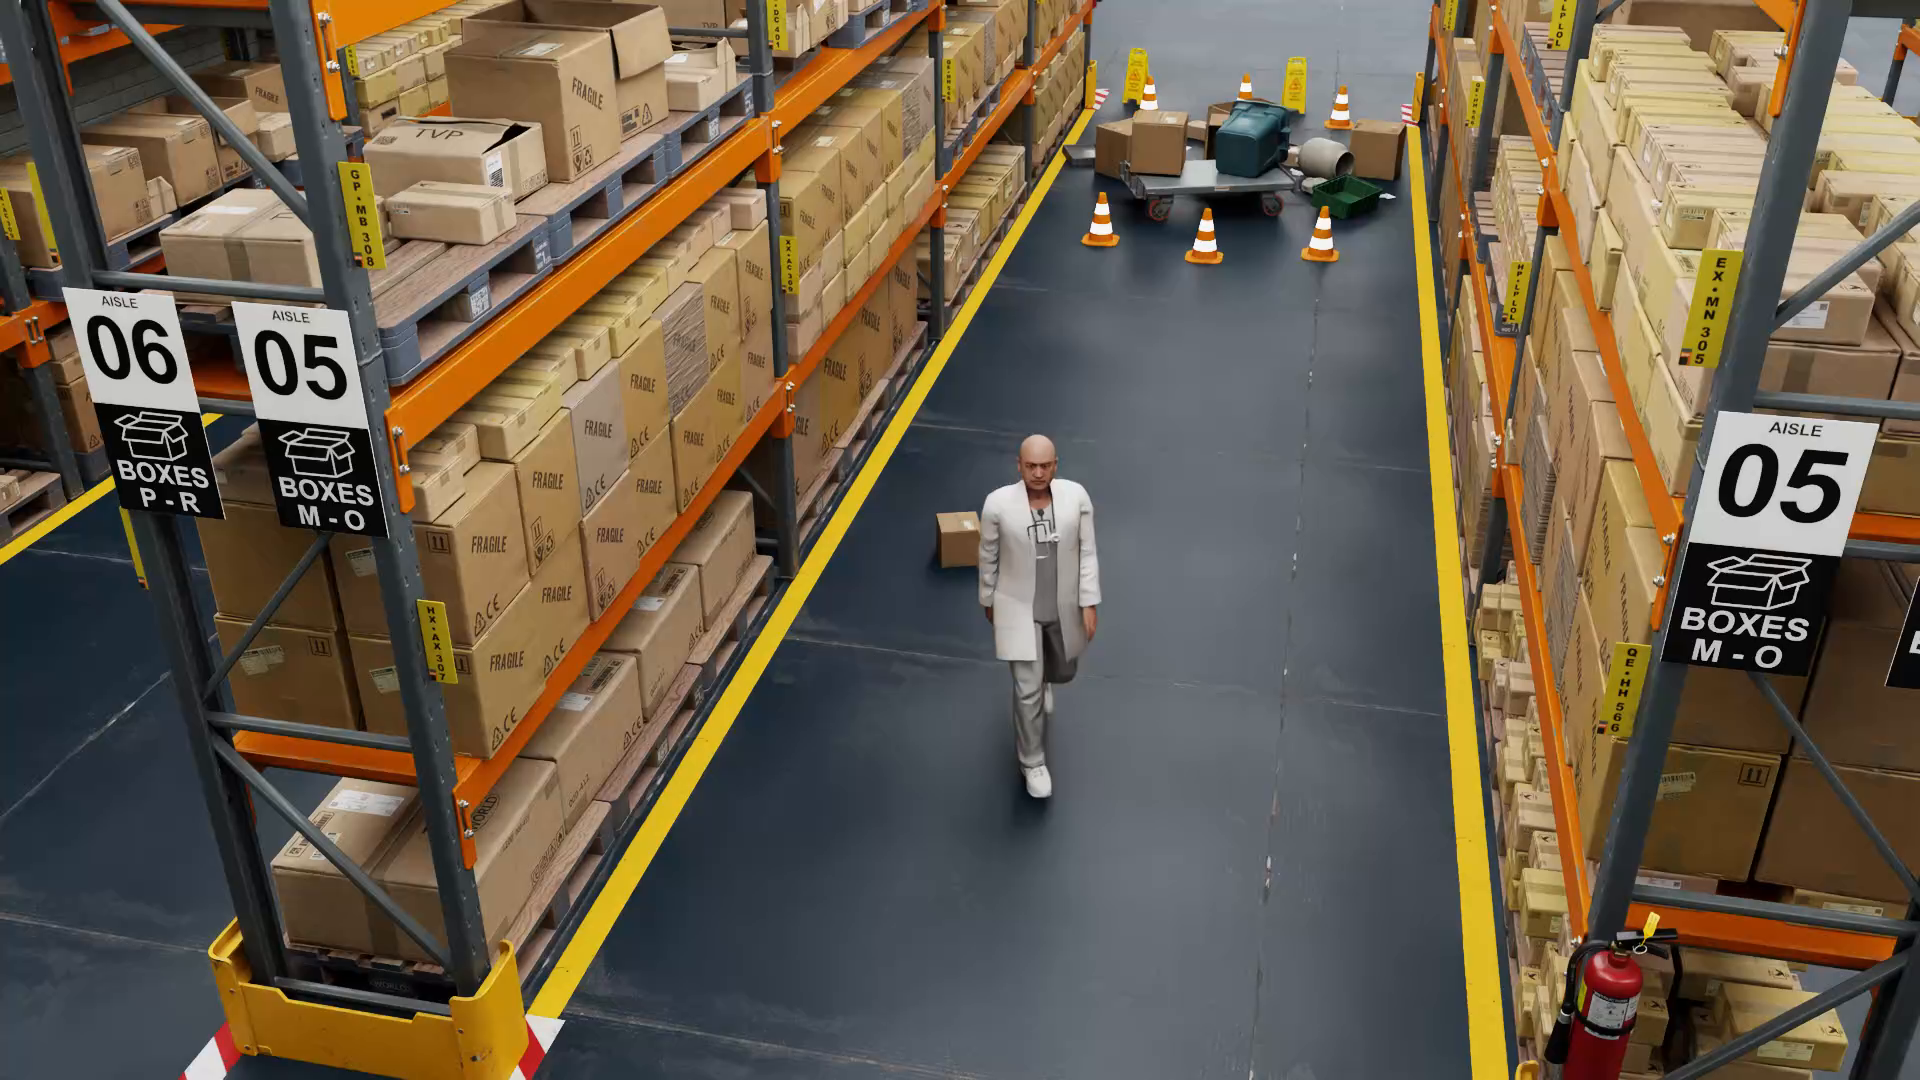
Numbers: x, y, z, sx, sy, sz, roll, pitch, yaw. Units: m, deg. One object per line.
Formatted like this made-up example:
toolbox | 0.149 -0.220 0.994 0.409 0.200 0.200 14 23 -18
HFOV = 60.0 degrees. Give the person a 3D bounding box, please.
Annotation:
person | 0.385 0.302 8.056 0.574 1.741 0.919 -6 29 -11
